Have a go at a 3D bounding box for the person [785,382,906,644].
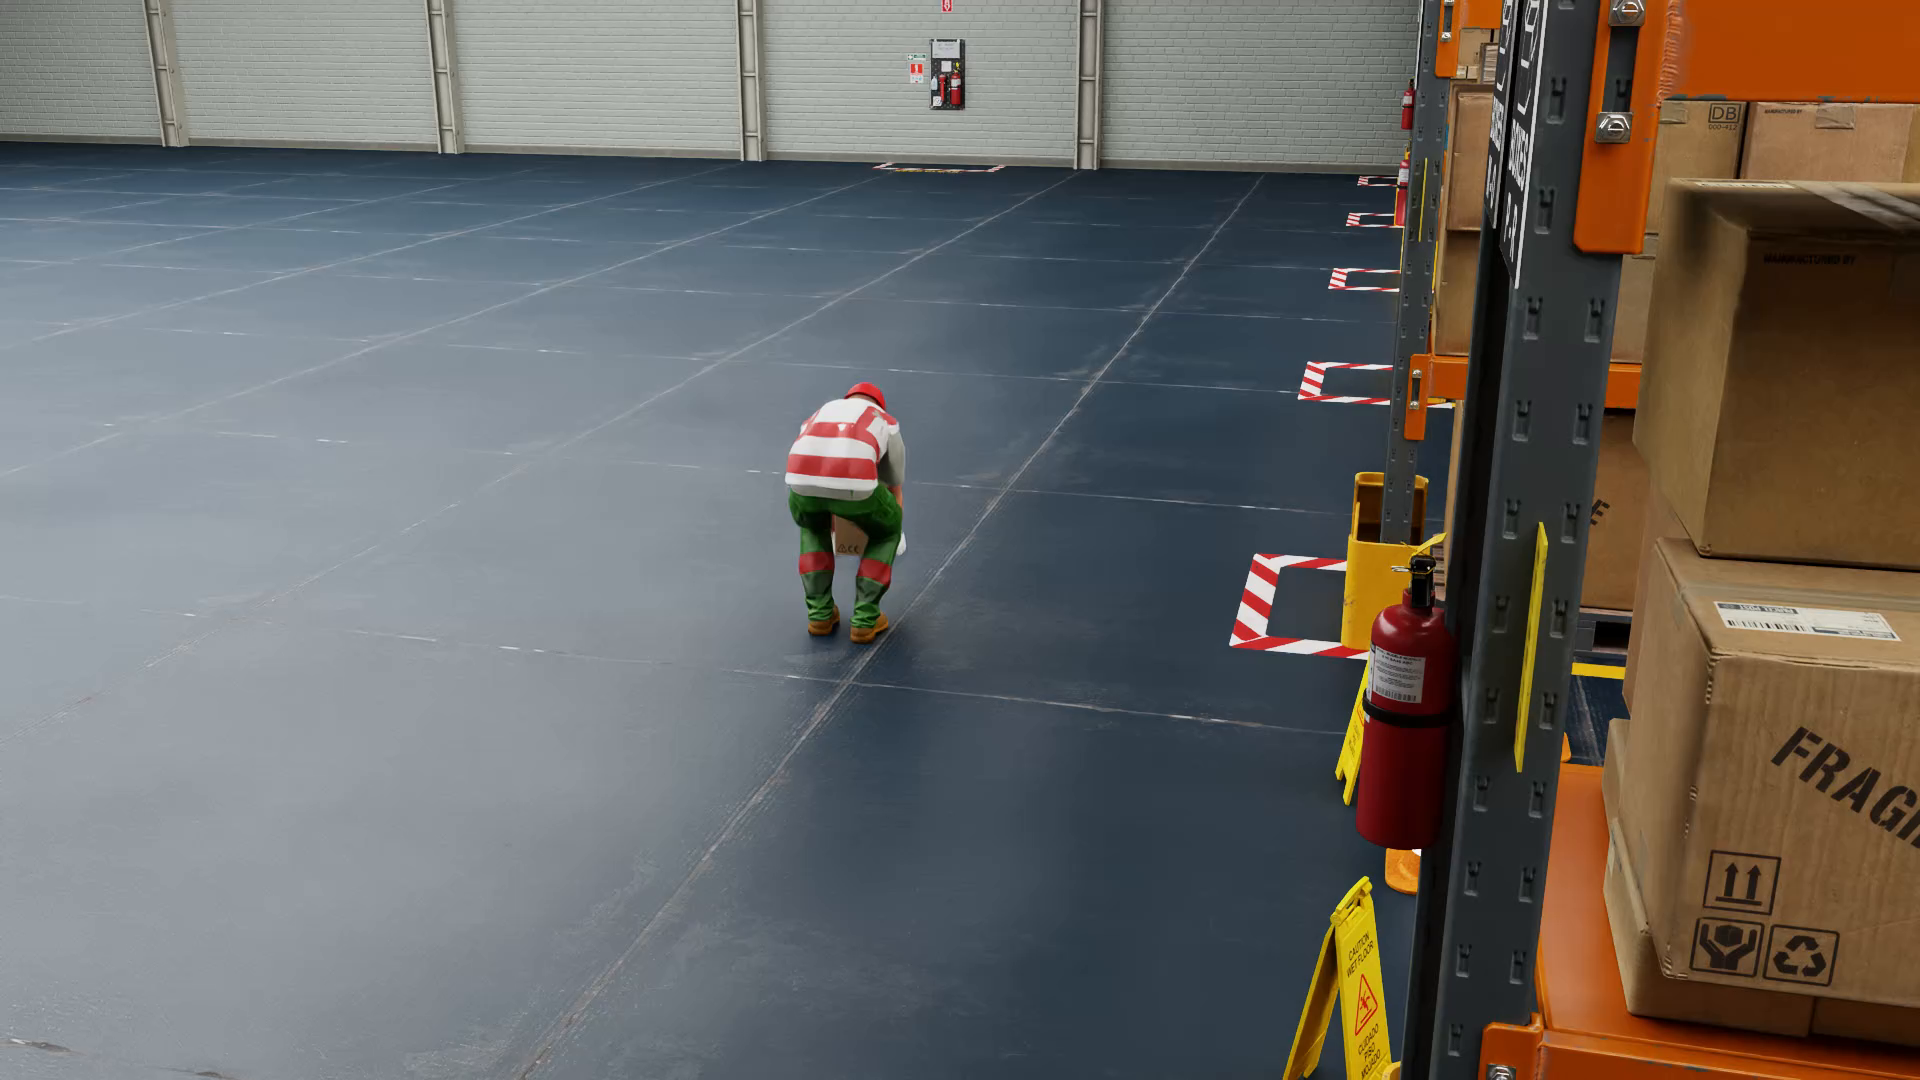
[{"bbox_3d":[-0.498,-0.130,7.616,0.522,1.041,0.958,4,18,11],"label":"person"}]
